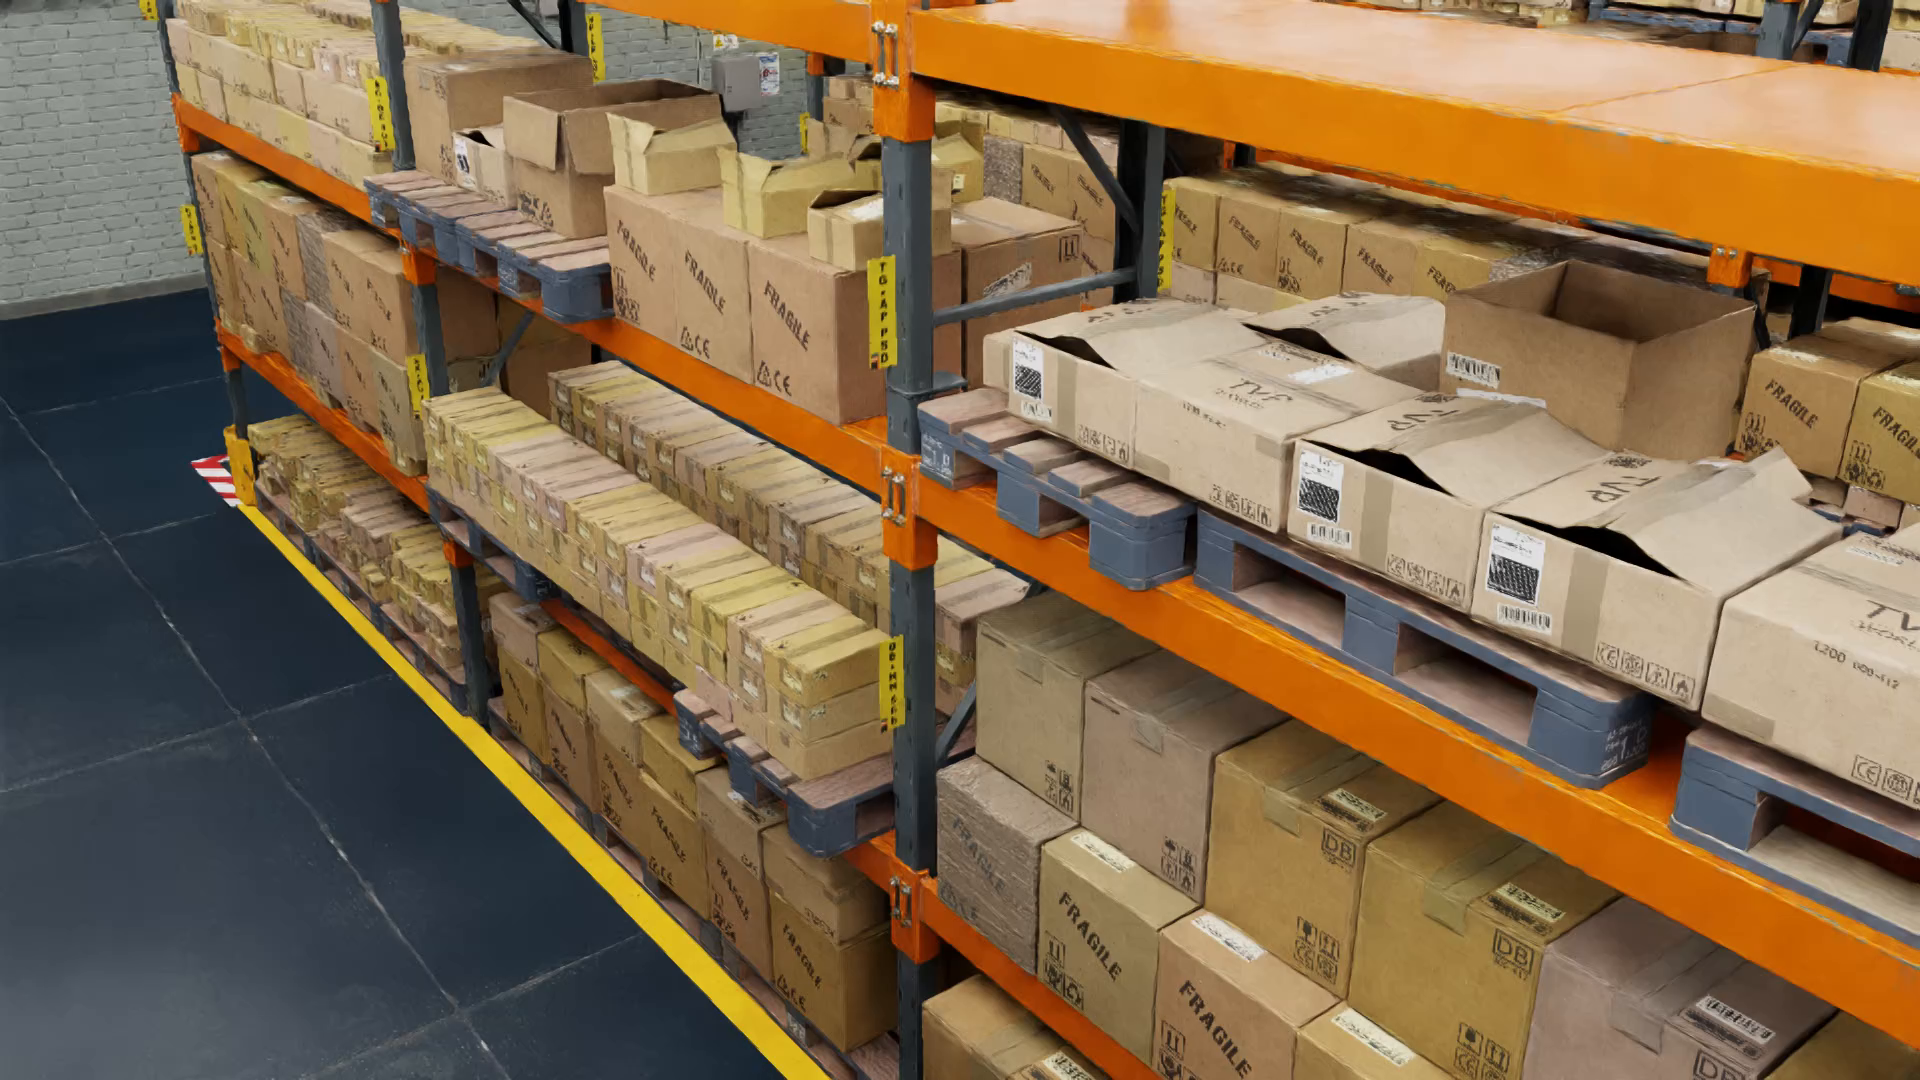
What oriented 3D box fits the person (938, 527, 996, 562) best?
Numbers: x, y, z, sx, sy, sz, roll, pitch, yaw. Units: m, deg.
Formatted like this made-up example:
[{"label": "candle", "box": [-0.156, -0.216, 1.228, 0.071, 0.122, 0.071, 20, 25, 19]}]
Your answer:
[{"label": "person", "box": [0.020, -0.133, 9.299, 0.596, 1.773, 0.509, 18, 30, 35]}]
